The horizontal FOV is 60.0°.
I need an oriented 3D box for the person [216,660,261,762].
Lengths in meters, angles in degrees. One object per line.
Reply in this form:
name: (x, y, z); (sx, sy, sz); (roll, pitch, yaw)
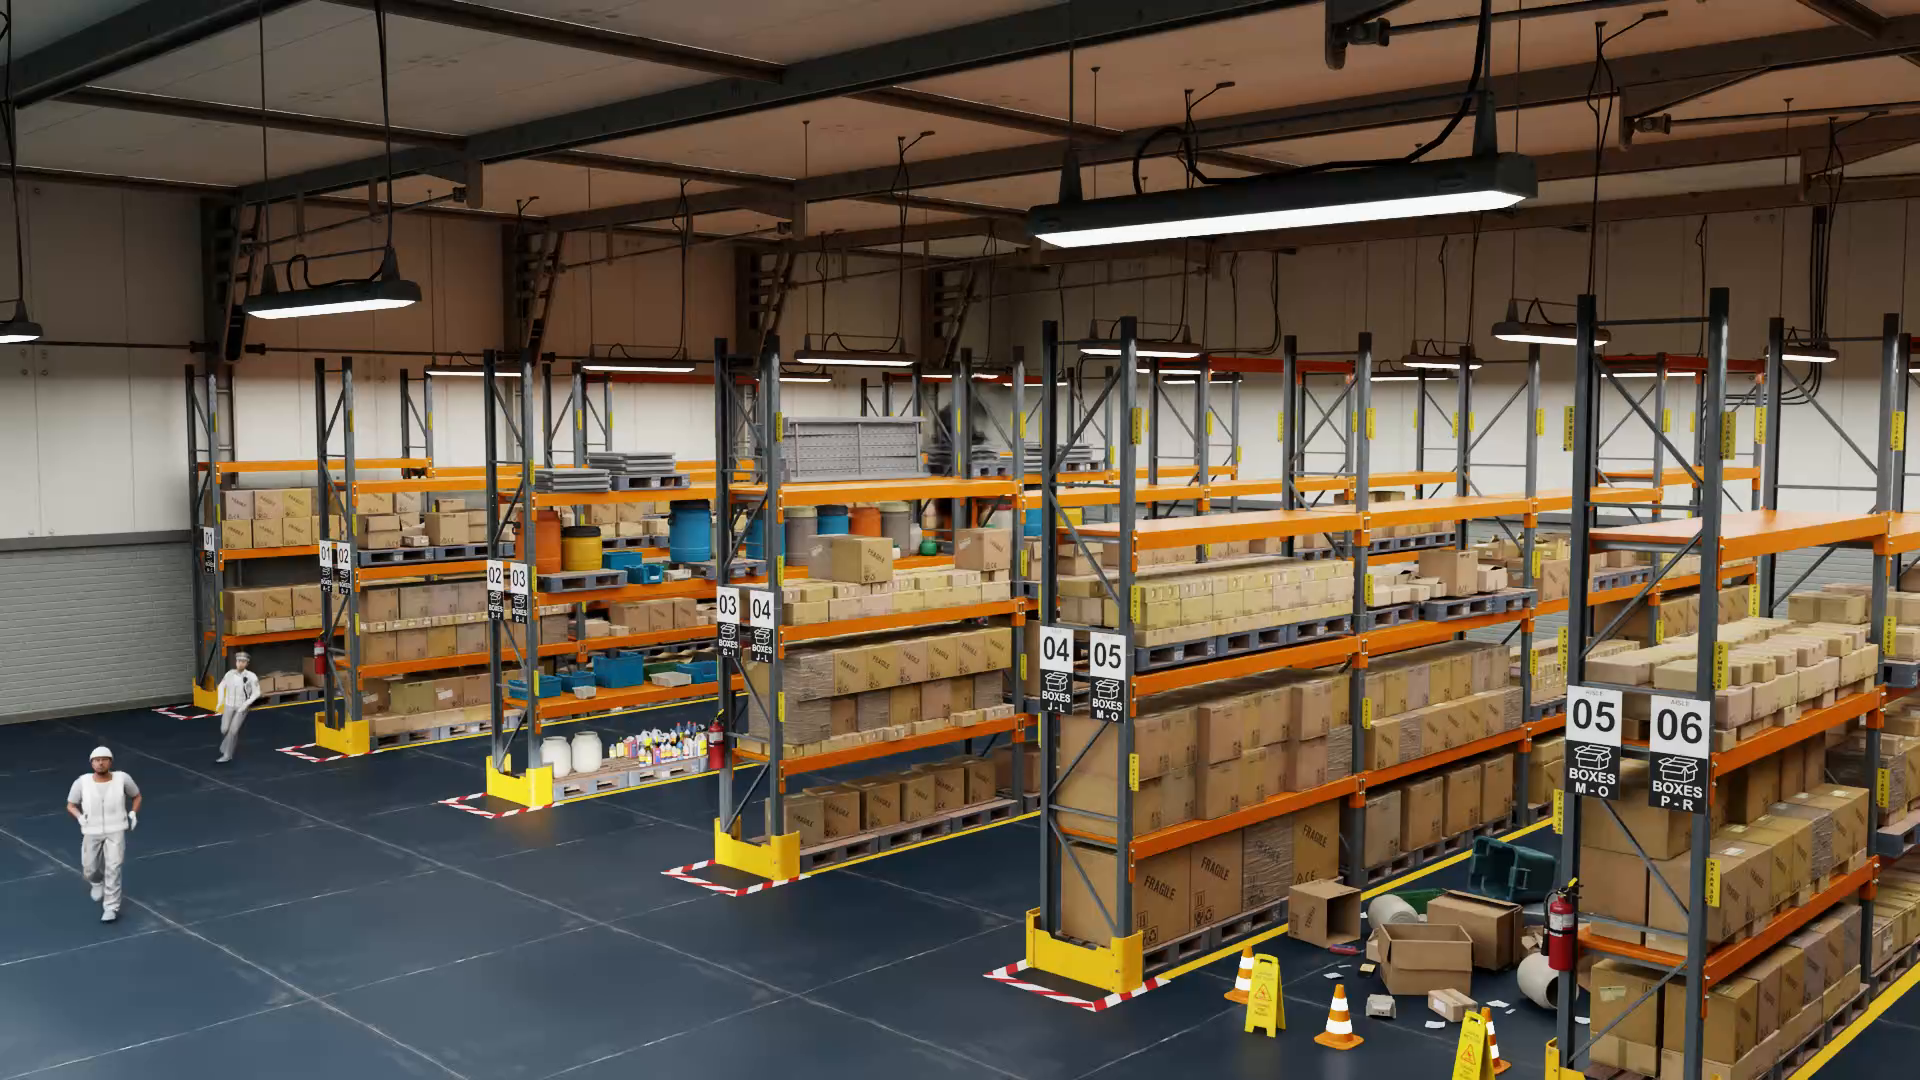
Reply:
person: (-10.696, 2.493, 24.614); (0.639, 1.573, 0.492); (-1, 4, -8)

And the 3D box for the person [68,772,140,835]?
person: (-8.778, 2.696, 17.052); (0.661, 0.626, 0.365); (-2, 5, -25)

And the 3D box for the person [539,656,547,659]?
person: (-7.751, 2.011, 30.575); (0.455, 1.632, 0.759); (3, 6, 37)
